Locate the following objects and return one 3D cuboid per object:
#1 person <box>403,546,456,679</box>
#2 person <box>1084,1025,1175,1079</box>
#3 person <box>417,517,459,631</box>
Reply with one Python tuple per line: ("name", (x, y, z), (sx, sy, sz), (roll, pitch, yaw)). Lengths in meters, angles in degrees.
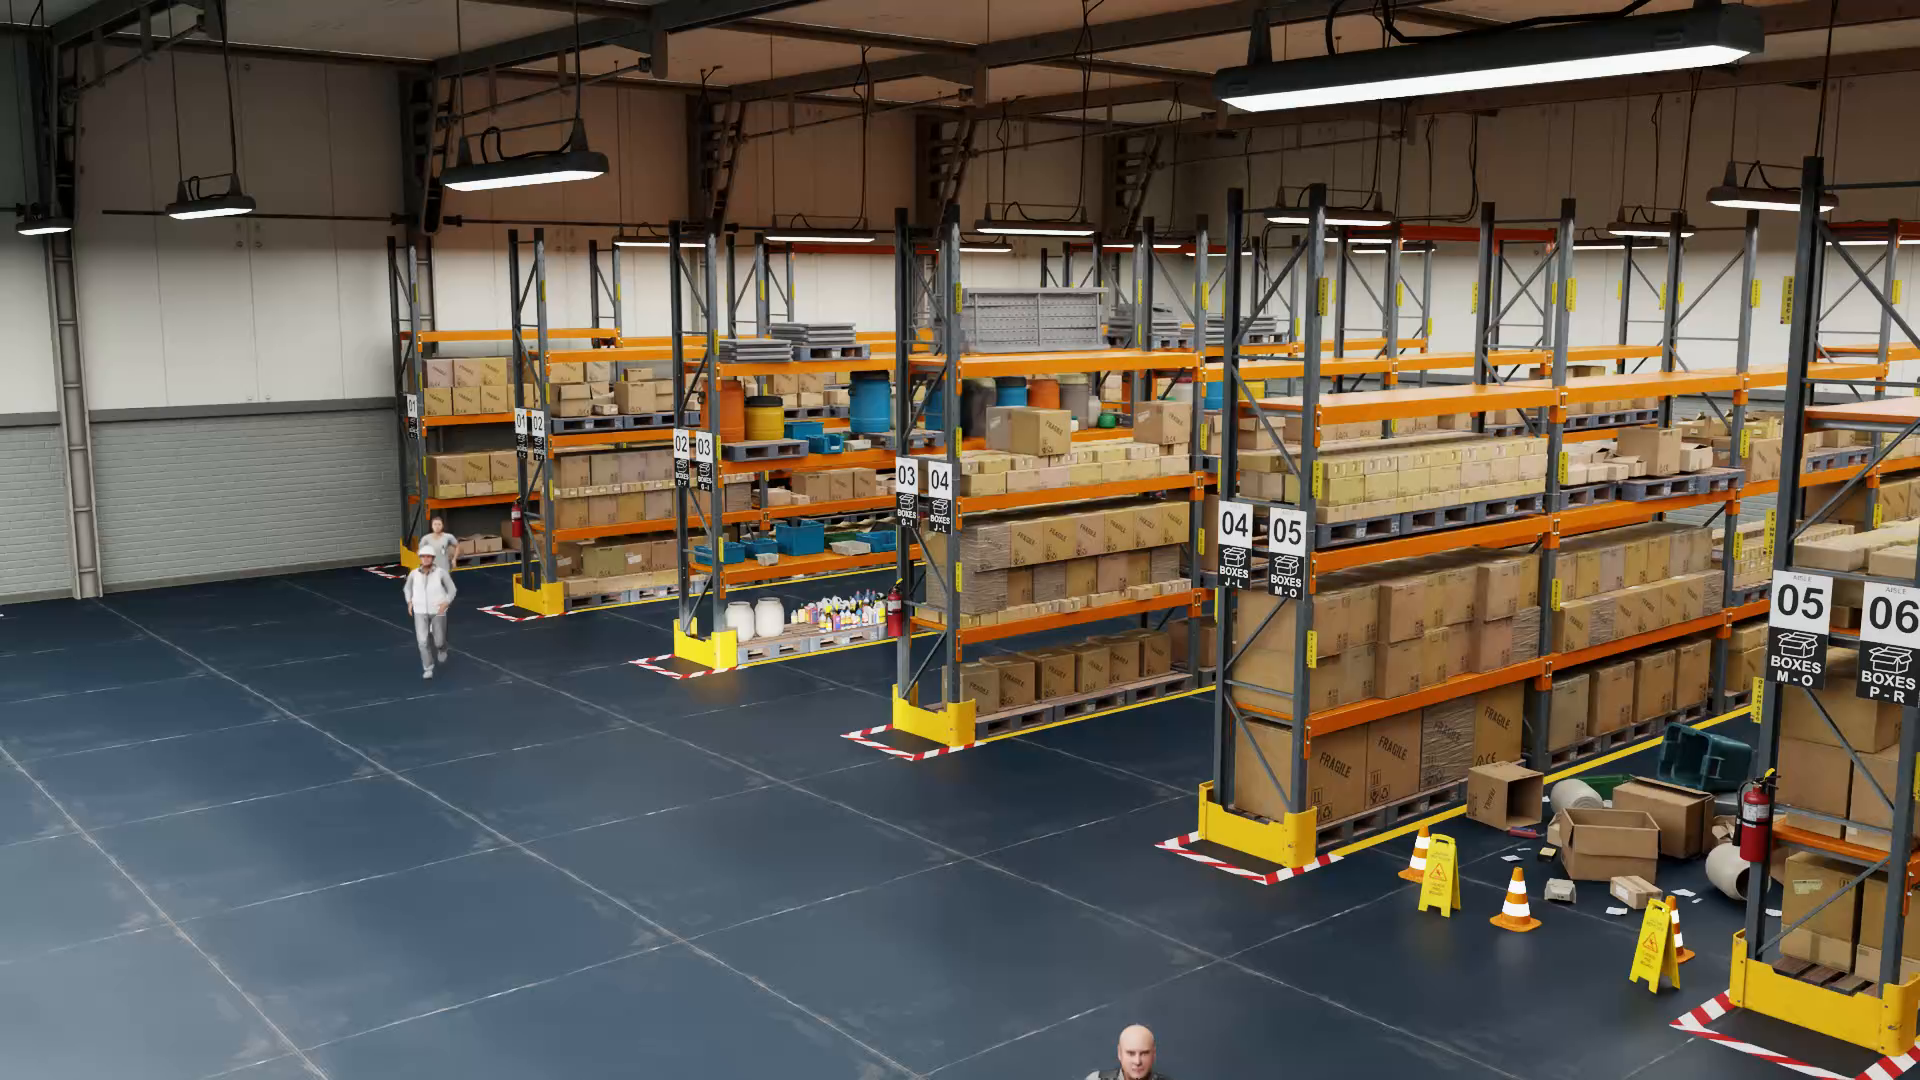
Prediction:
("person", (-7.023, 0.931, 22.040), (0.695, 1.736, 0.771), (-1, 9, -8))
("person", (0.808, 3.130, 7.819), (0.635, 1.777, 0.801), (0, 9, 1))
("person", (-7.901, 0.476, 25.178), (0.603, 1.661, 0.973), (-1, 9, -9))
